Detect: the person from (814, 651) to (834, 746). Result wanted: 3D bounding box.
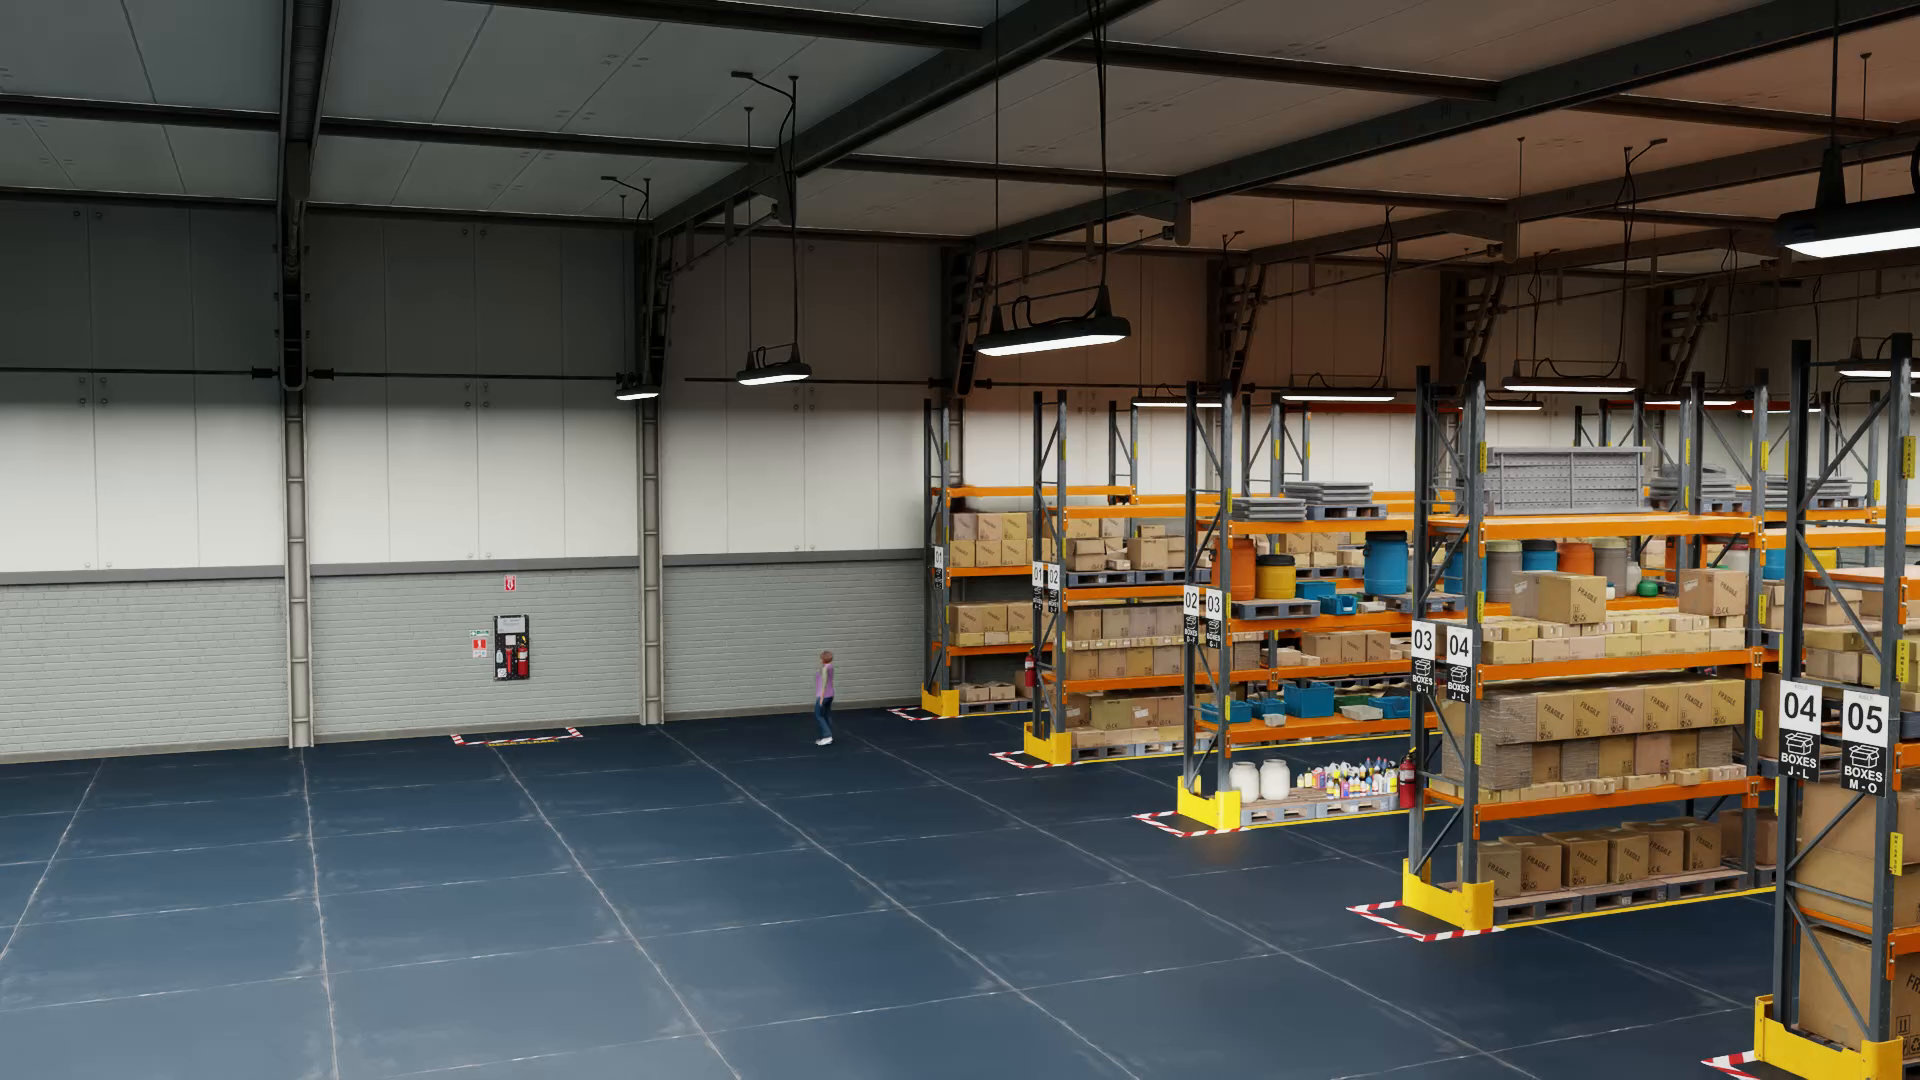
[{"bbox_3d":[-2.313,2.687,28.388,0.342,1.604,0.452,1,3,14],"label":"person"}]
